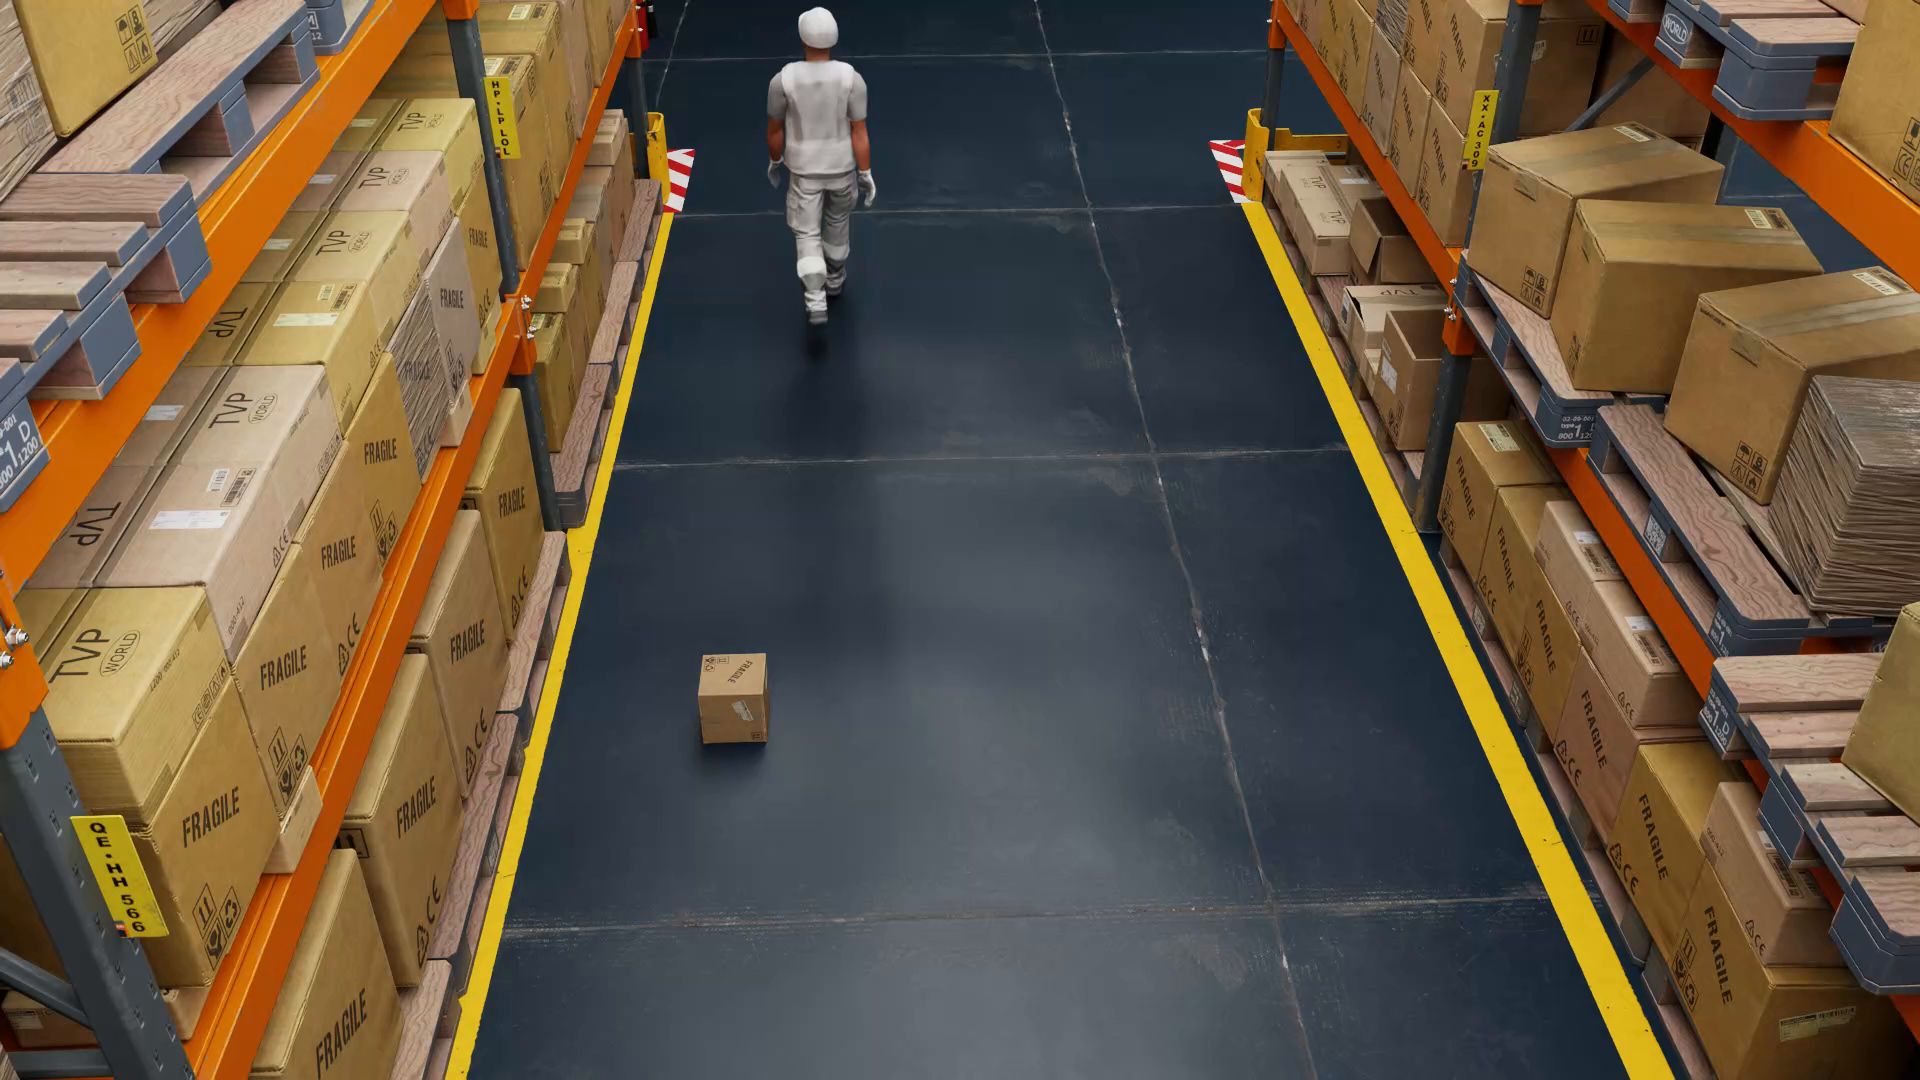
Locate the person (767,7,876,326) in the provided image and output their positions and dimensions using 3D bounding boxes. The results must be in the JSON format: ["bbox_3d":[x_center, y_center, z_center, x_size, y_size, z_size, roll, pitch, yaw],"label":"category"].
[{"bbox_3d":[-0.756,-2.019,9.020,0.574,1.752,0.981,-4,35,-6],"label":"person"}]
